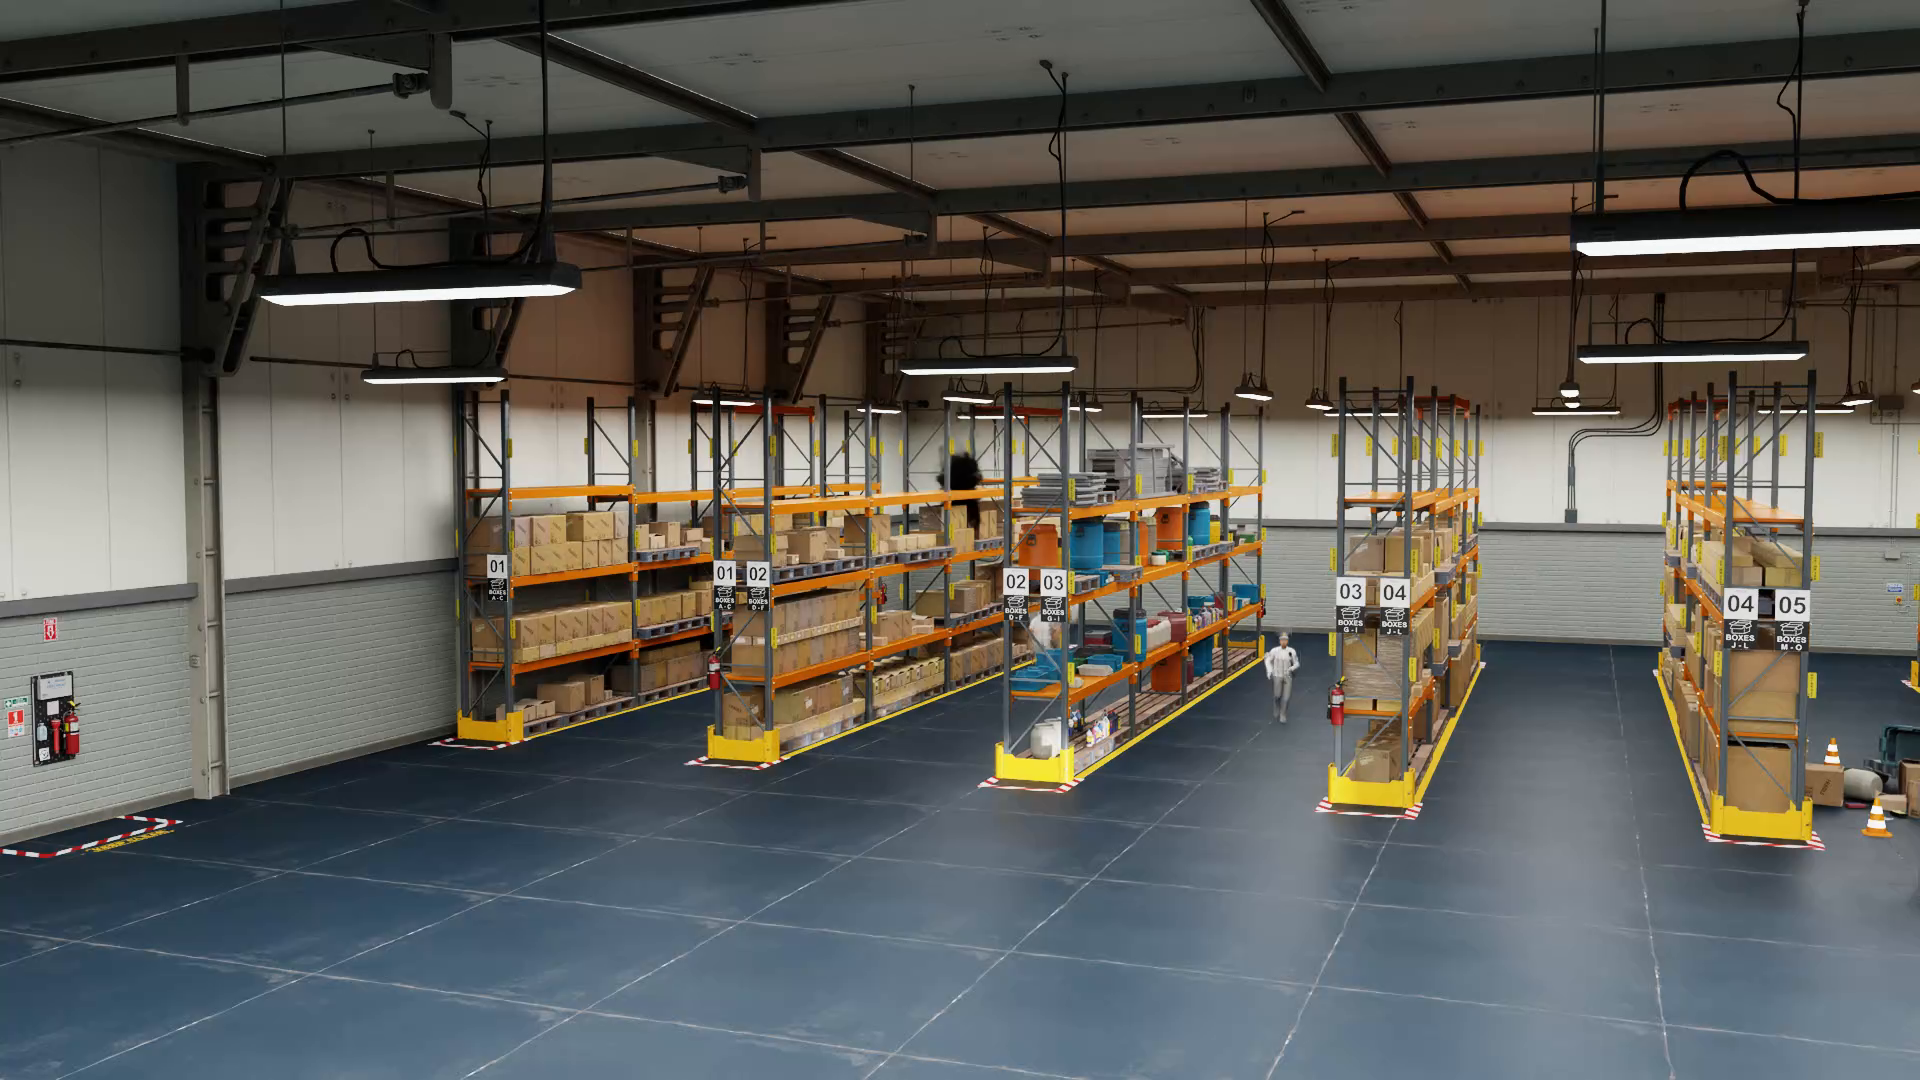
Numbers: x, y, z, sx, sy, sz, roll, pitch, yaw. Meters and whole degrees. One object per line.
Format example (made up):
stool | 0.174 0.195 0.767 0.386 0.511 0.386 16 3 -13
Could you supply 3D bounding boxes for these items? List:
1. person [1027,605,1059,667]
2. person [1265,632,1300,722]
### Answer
person | 1.633 2.087 32.762 0.626 1.634 0.661 0 3 5
person | 5.876 2.505 30.280 0.605 1.654 0.541 0 3 8
